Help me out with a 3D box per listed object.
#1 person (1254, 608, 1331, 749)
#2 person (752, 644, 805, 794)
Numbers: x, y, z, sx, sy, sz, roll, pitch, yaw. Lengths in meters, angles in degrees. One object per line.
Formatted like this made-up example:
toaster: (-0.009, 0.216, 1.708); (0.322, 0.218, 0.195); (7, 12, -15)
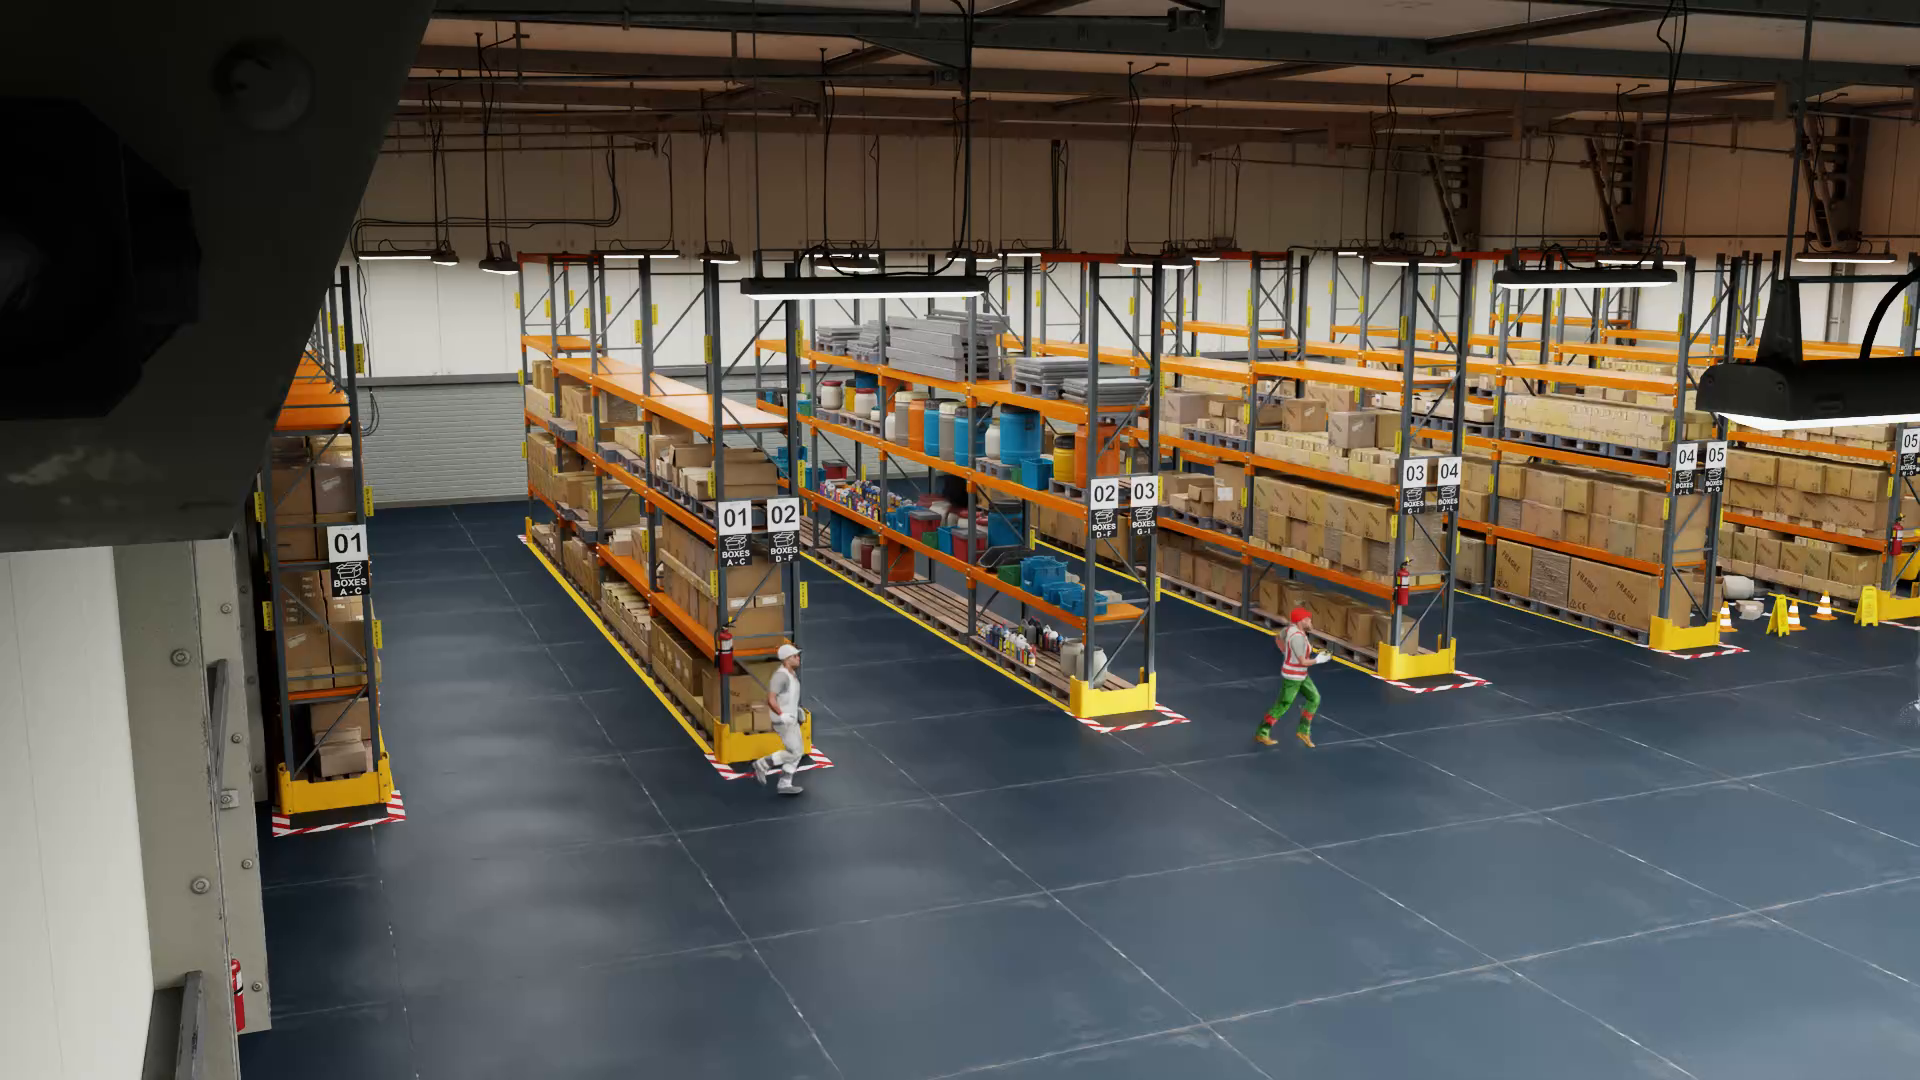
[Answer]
person: (4.142, 1.720, 20.686); (0.908, 1.818, 0.676); (2, 11, 12)
person: (-2.087, 2.049, 19.081); (0.590, 1.741, 0.674); (0, 10, 1)
